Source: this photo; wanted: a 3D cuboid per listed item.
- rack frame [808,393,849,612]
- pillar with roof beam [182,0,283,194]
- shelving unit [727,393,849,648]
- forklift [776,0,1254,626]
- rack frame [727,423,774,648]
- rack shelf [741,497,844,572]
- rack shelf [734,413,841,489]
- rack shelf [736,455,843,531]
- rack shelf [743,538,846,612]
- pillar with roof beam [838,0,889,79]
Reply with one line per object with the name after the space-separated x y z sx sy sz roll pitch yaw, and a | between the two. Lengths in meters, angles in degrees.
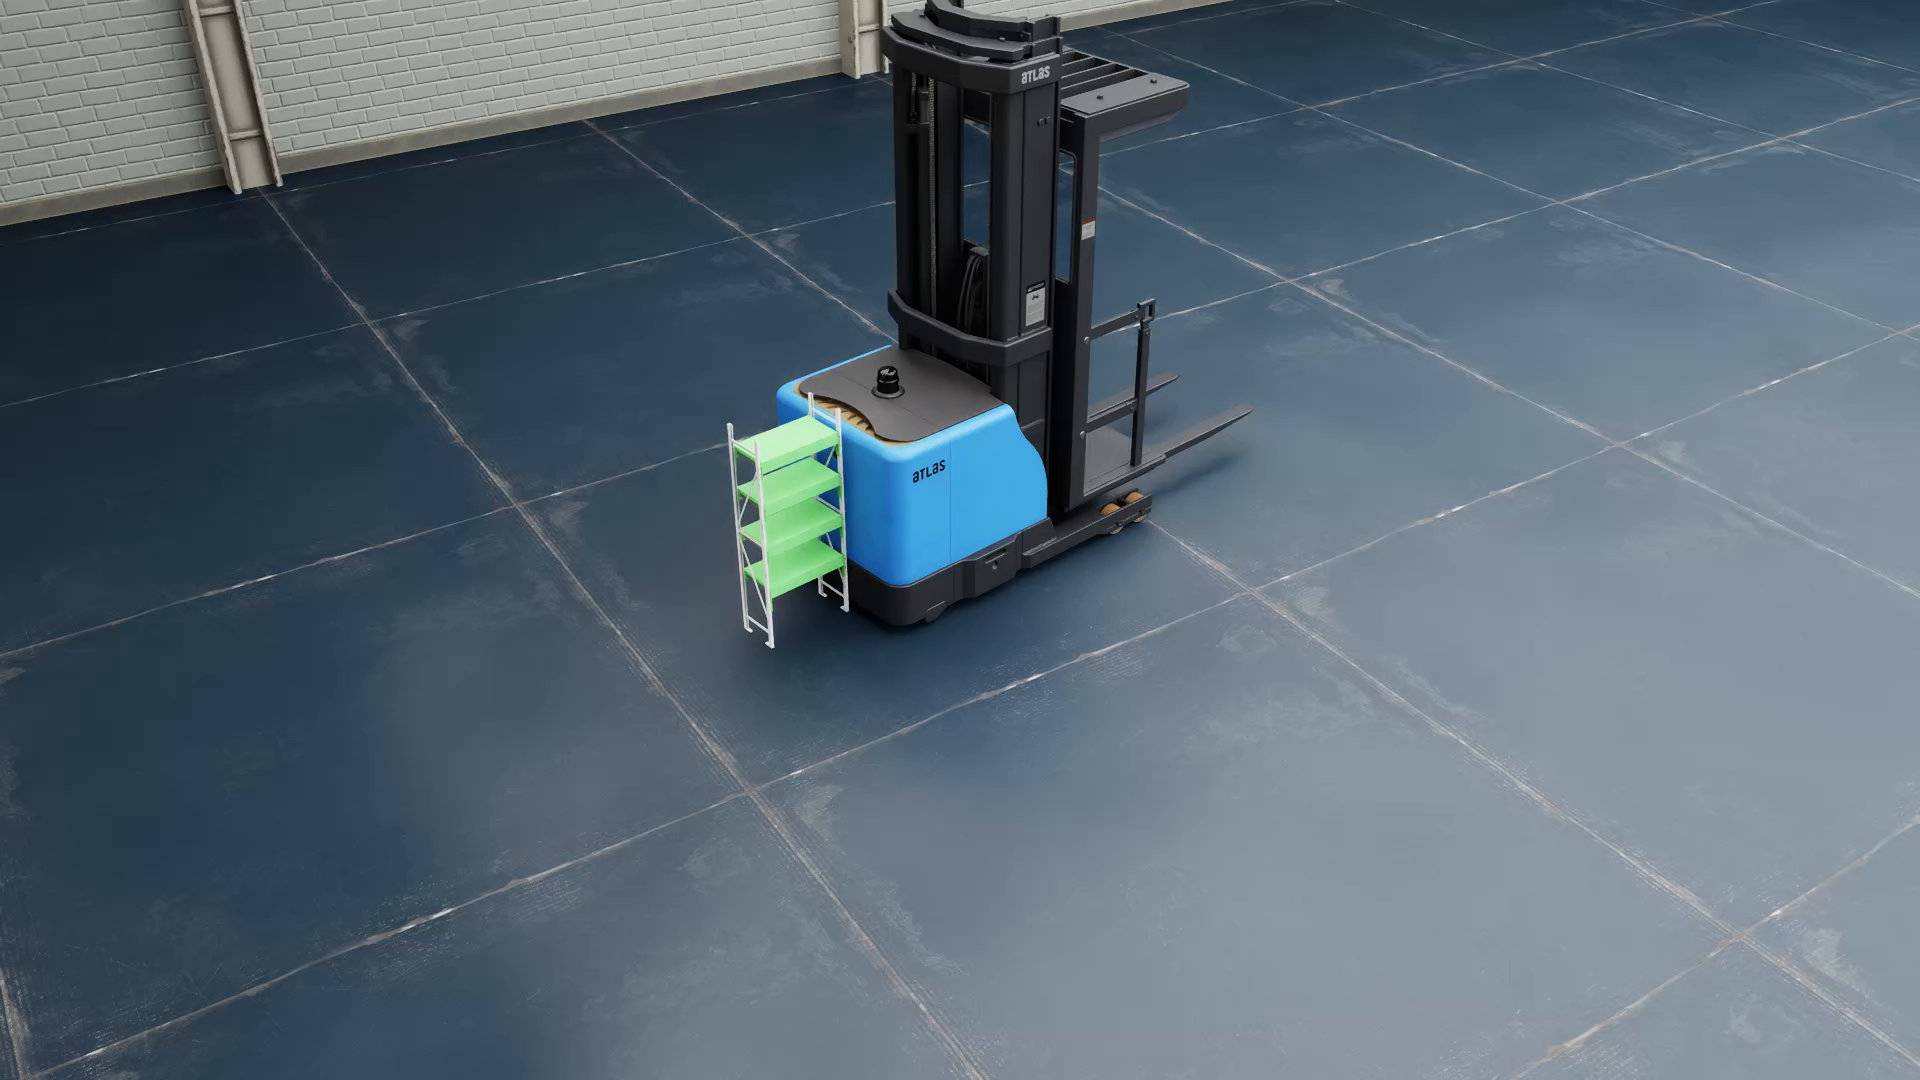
-0.672 -0.178 8.529 0.015 1.200 0.240 -25 40 -34 | rack frame
-3.678 -4.908 8.717 0.400 9.000 9.100 -19 37 -27 | pillar with roof beam
-0.854 -0.091 8.391 0.503 1.200 0.258 -25 40 -34 | shelving unit
0.464 -1.461 8.941 3.031 2.935 1.130 -26 40 -34 | forklift
-1.036 -0.004 8.254 0.015 1.200 0.240 -25 40 -34 | rack frame
-0.854 -0.037 8.425 0.480 0.148 0.258 -25 40 -34 | rack shelf
-0.854 -0.443 8.169 0.480 0.148 0.258 -25 40 -34 | rack shelf
-0.854 -0.240 8.297 0.480 0.148 0.258 -25 40 -34 | rack shelf
-0.854 0.166 8.553 0.480 0.148 0.258 -25 40 -34 | rack shelf
1.365 -6.642 11.466 0.400 9.000 9.100 -19 37 -27 | pillar with roof beam
